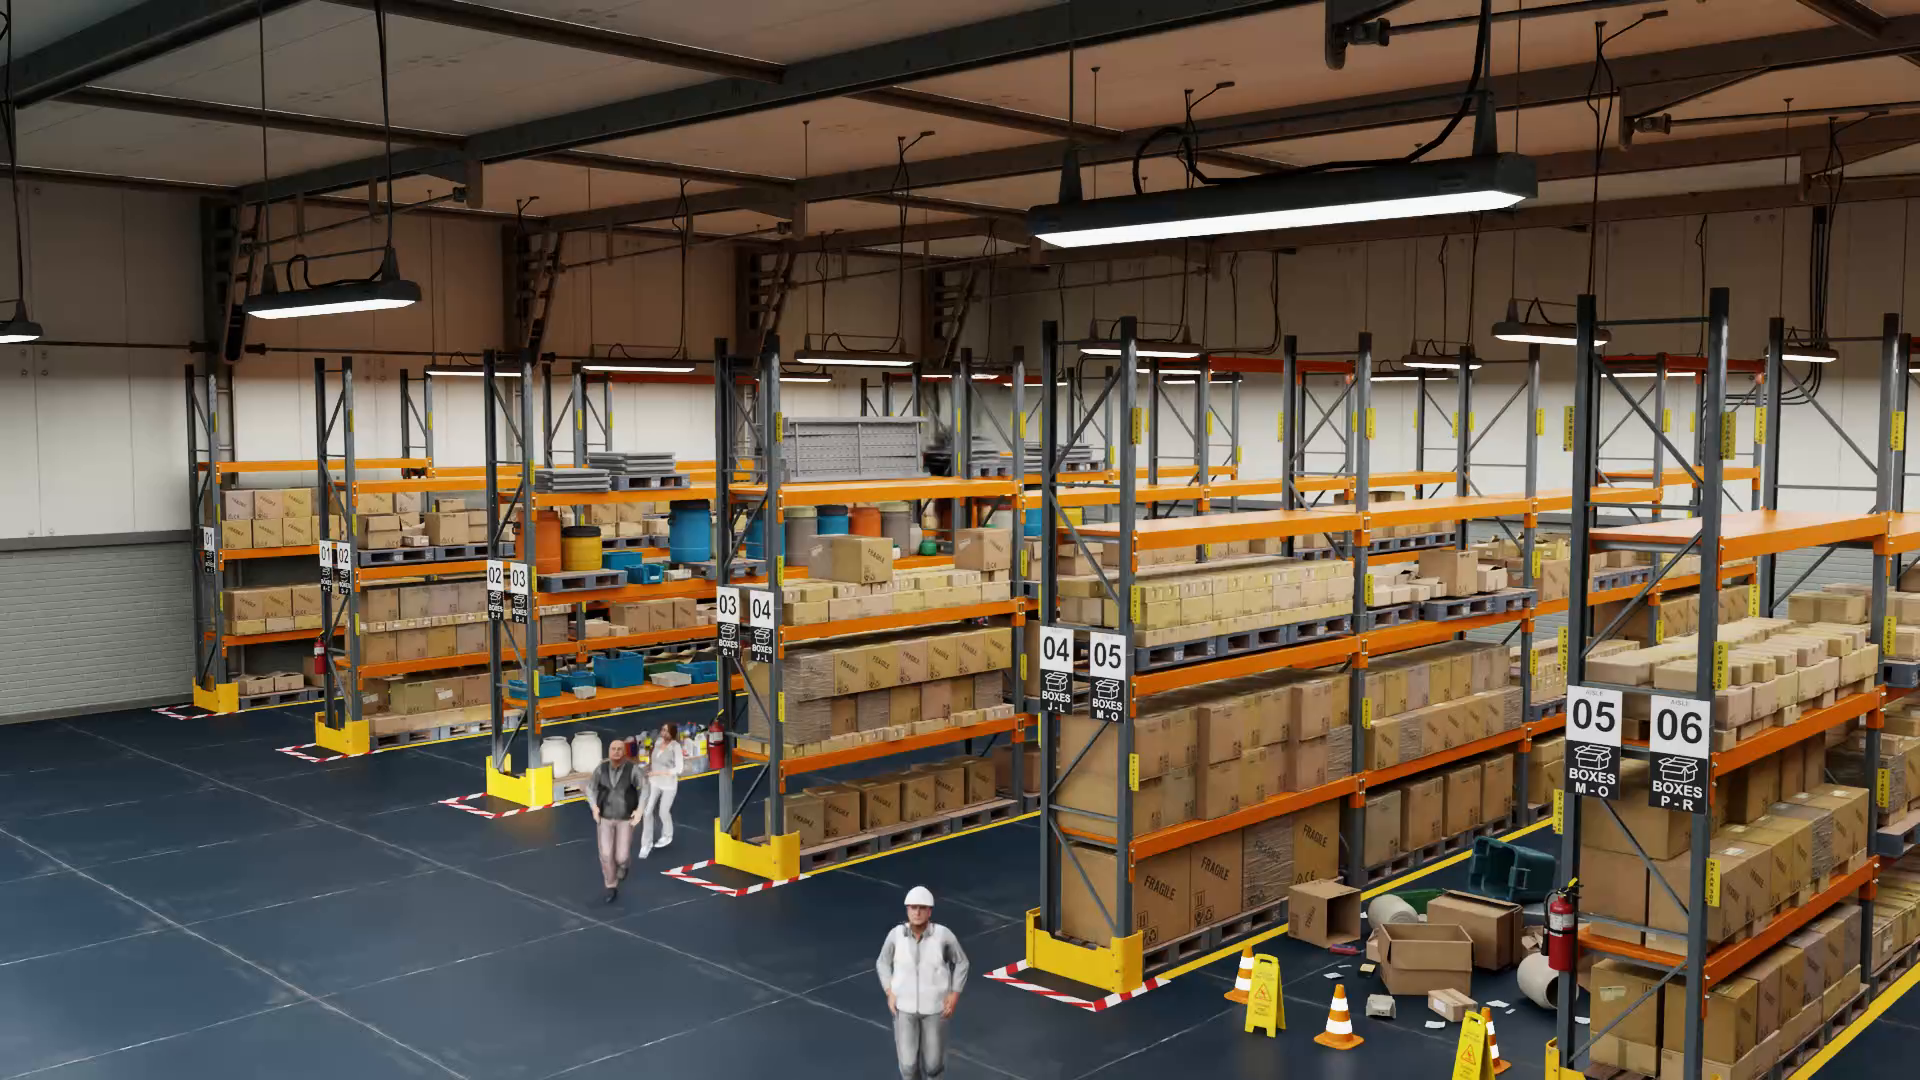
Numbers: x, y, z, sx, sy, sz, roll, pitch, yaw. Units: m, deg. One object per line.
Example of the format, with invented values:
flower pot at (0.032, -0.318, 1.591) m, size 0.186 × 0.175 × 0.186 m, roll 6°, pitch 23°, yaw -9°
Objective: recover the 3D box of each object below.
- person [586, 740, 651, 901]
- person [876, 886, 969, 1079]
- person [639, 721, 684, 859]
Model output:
person at (-3.661, 2.972, 17.838) m, size 0.693 × 1.687 × 0.587 m, roll 0°, pitch 4°, yaw -4°
person at (-0.277, 3.373, 12.178) m, size 0.686 × 1.734 × 0.640 m, roll 0°, pitch 4°, yaw 4°
person at (-3.431, 2.904, 19.417) m, size 0.525 × 1.616 × 0.644 m, roll 1°, pitch 5°, yaw 17°
